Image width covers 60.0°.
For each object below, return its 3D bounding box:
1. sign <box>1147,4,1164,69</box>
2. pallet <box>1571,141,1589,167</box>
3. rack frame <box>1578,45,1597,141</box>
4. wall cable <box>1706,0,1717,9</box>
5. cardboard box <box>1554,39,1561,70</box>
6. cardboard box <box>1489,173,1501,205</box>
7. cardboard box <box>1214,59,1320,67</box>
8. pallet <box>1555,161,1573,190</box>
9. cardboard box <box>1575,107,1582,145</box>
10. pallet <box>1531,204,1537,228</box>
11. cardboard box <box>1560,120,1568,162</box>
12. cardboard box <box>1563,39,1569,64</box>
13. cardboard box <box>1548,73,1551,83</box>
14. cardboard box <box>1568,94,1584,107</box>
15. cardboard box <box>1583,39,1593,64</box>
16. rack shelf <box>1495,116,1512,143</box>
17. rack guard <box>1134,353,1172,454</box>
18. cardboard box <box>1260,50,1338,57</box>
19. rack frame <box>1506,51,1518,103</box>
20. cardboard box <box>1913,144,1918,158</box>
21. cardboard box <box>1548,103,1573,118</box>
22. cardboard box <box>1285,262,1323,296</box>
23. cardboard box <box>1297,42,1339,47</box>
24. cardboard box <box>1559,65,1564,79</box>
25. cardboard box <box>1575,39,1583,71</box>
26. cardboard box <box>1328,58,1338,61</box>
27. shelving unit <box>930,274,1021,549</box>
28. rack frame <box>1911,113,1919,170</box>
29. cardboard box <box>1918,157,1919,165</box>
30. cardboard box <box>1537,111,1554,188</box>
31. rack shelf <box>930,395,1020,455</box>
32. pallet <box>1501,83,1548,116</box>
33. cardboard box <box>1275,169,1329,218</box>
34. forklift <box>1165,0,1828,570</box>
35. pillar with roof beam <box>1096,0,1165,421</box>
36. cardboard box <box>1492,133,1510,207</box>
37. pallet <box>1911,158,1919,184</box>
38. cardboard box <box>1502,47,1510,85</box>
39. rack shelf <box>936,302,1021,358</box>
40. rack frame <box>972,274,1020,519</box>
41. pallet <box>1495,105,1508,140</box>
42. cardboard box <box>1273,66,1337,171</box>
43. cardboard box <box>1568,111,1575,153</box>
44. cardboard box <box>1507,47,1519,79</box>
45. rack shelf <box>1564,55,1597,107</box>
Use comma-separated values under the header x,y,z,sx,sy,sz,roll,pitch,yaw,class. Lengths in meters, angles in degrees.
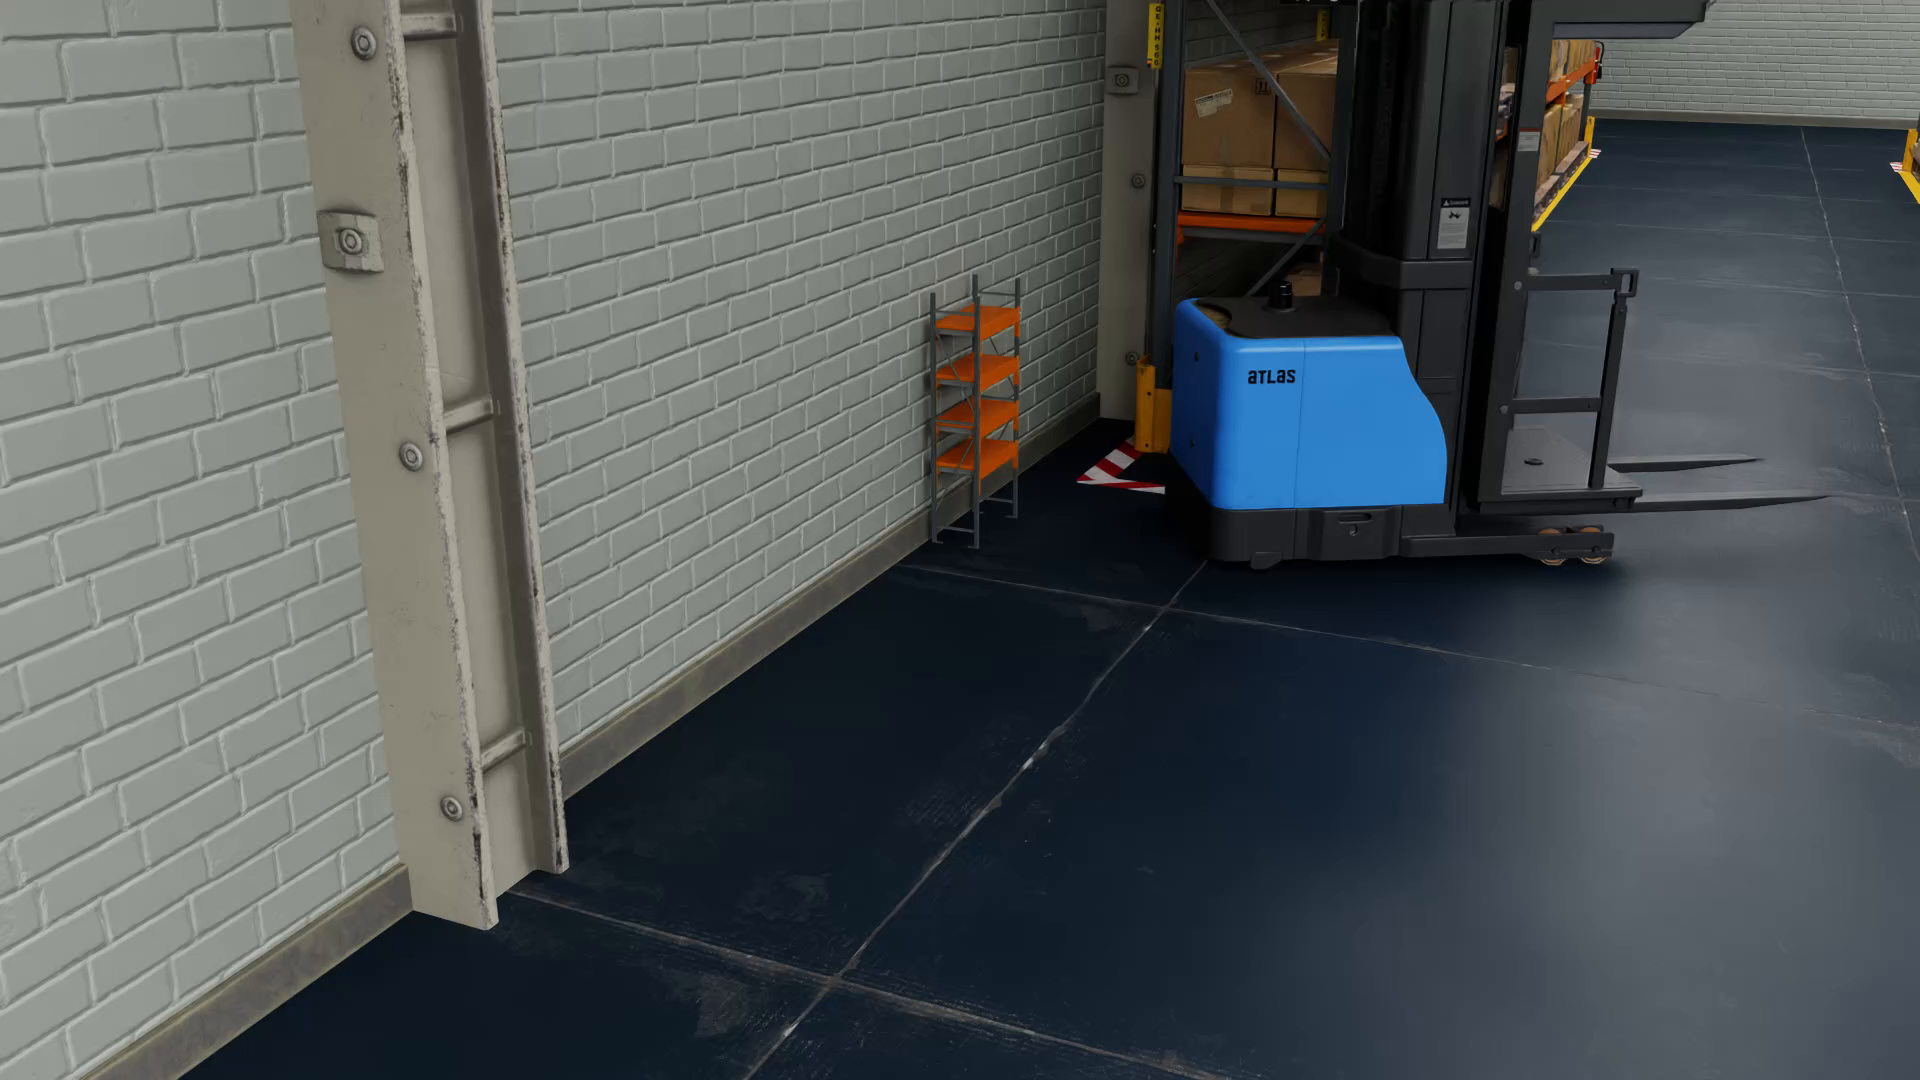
x,y,z,sx,sy,sz,roll,pitch,yaw,class
1.038,-2.646,8.732,0.100,0.325,0.005,9,21,23,sign
7.832,-5.191,22.251,1.003,0.211,1.213,9,21,23,pallet
8.088,-6.760,22.501,1.000,3.000,0.127,9,21,23,rack frame
10.730,-9.804,26.740,3.097,2.526,0.112,9,21,23,wall cable
6.077,-5.249,17.628,0.500,0.500,0.500,9,21,23,cardboard box
4.564,-3.117,15.331,0.700,0.500,0.500,9,21,23,cardboard box
1.750,-2.487,9.560,0.500,0.500,0.500,9,21,23,cardboard box
6.832,-4.445,20.153,1.003,0.211,1.213,9,21,23,pallet
7.892,-5.553,22.209,0.700,0.500,0.500,9,21,23,cardboard box
5.203,-3.231,16.740,1.003,0.211,1.213,9,21,23,pallet
7.058,-4.925,20.445,0.700,0.500,0.500,8,21,22,cardboard box
6.491,-5.558,18.499,0.500,0.500,0.500,8,21,22,cardboard box
6.125,-4.978,17.836,0.380,0.149,0.250,9,21,23,cardboard box
8.006,-5.794,21.920,0.380,0.149,0.250,8,21,22,cardboard box
7.600,-6.520,21.379,0.980,0.700,0.700,8,21,22,cardboard box
3.993,-3.364,14.026,1.077,0.370,4.000,9,21,23,rack shelf
1.567,-0.715,9.232,1.175,0.500,0.348,9,21,23,rack guard
2.164,-2.800,10.439,0.500,0.500,0.500,9,21,23,cardboard box
4.812,-4.315,15.624,1.000,3.000,0.127,9,21,23,rack frame
12.021,-4.797,20.552,0.380,0.166,0.250,9,21,23,cardboard box
7.370,-5.317,20.578,0.380,0.149,0.250,8,21,21,cardboard box
2.481,-1.489,10.754,0.700,0.500,0.500,7,21,19,cardboard box
2.575,-3.111,11.316,0.500,0.500,0.500,8,21,22,cardboard box
6.488,-5.206,18.476,0.380,0.149,0.250,9,21,24,cardboard box
6.991,-6.065,20.098,0.980,0.700,0.700,8,21,21,cardboard box
2.434,-2.573,9.801,0.500,0.500,0.500,8,21,21,cardboard box
0.075,-0.615,7.908,0.258,1.200,0.503,8,21,22,shelving unit
12.608,-6.082,20.593,1.000,3.000,0.127,9,21,23,rack frame
11.717,-4.560,19.762,0.500,0.250,0.500,9,21,23,cardboard box
5.941,-4.234,17.978,0.750,0.750,0.750,9,22,24,cardboard box
0.075,-0.552,7.931,0.258,0.148,0.480,8,21,22,rack shelf
4.617,-3.992,15.003,1.213,0.211,1.003,9,21,23,pallet
2.025,-1.913,9.067,0.500,0.250,0.500,8,21,21,cardboard box
2.580,-1.438,7.639,3.031,2.935,1.130,-2,20,-6,forklift
4.961,-4.438,7.017,9.100,9.000,0.400,9,21,23,pillar with roof beam
5.232,-3.706,16.496,0.750,0.750,0.750,8,21,22,cardboard box
12.252,-4.501,20.309,1.003,0.211,1.213,9,21,23,pallet
4.628,-4.424,15.126,0.700,0.500,0.500,6,20,16,cardboard box
0.076,-0.985,7.776,0.258,0.148,0.480,8,21,22,rack shelf
0.173,-0.690,8.119,0.240,1.200,0.015,8,21,22,rack frame
3.619,-3.215,12.819,1.003,0.211,1.213,9,21,23,pallet
2.005,-2.266,8.938,0.500,0.500,0.500,9,21,23,cardboard box
7.482,-5.246,21.346,0.700,0.500,0.500,8,21,21,cardboard box
5.244,-4.625,15.873,0.500,0.500,0.500,9,22,24,cardboard box
7.269,-5.810,20.902,1.077,0.370,4.000,9,21,23,rack shelf
